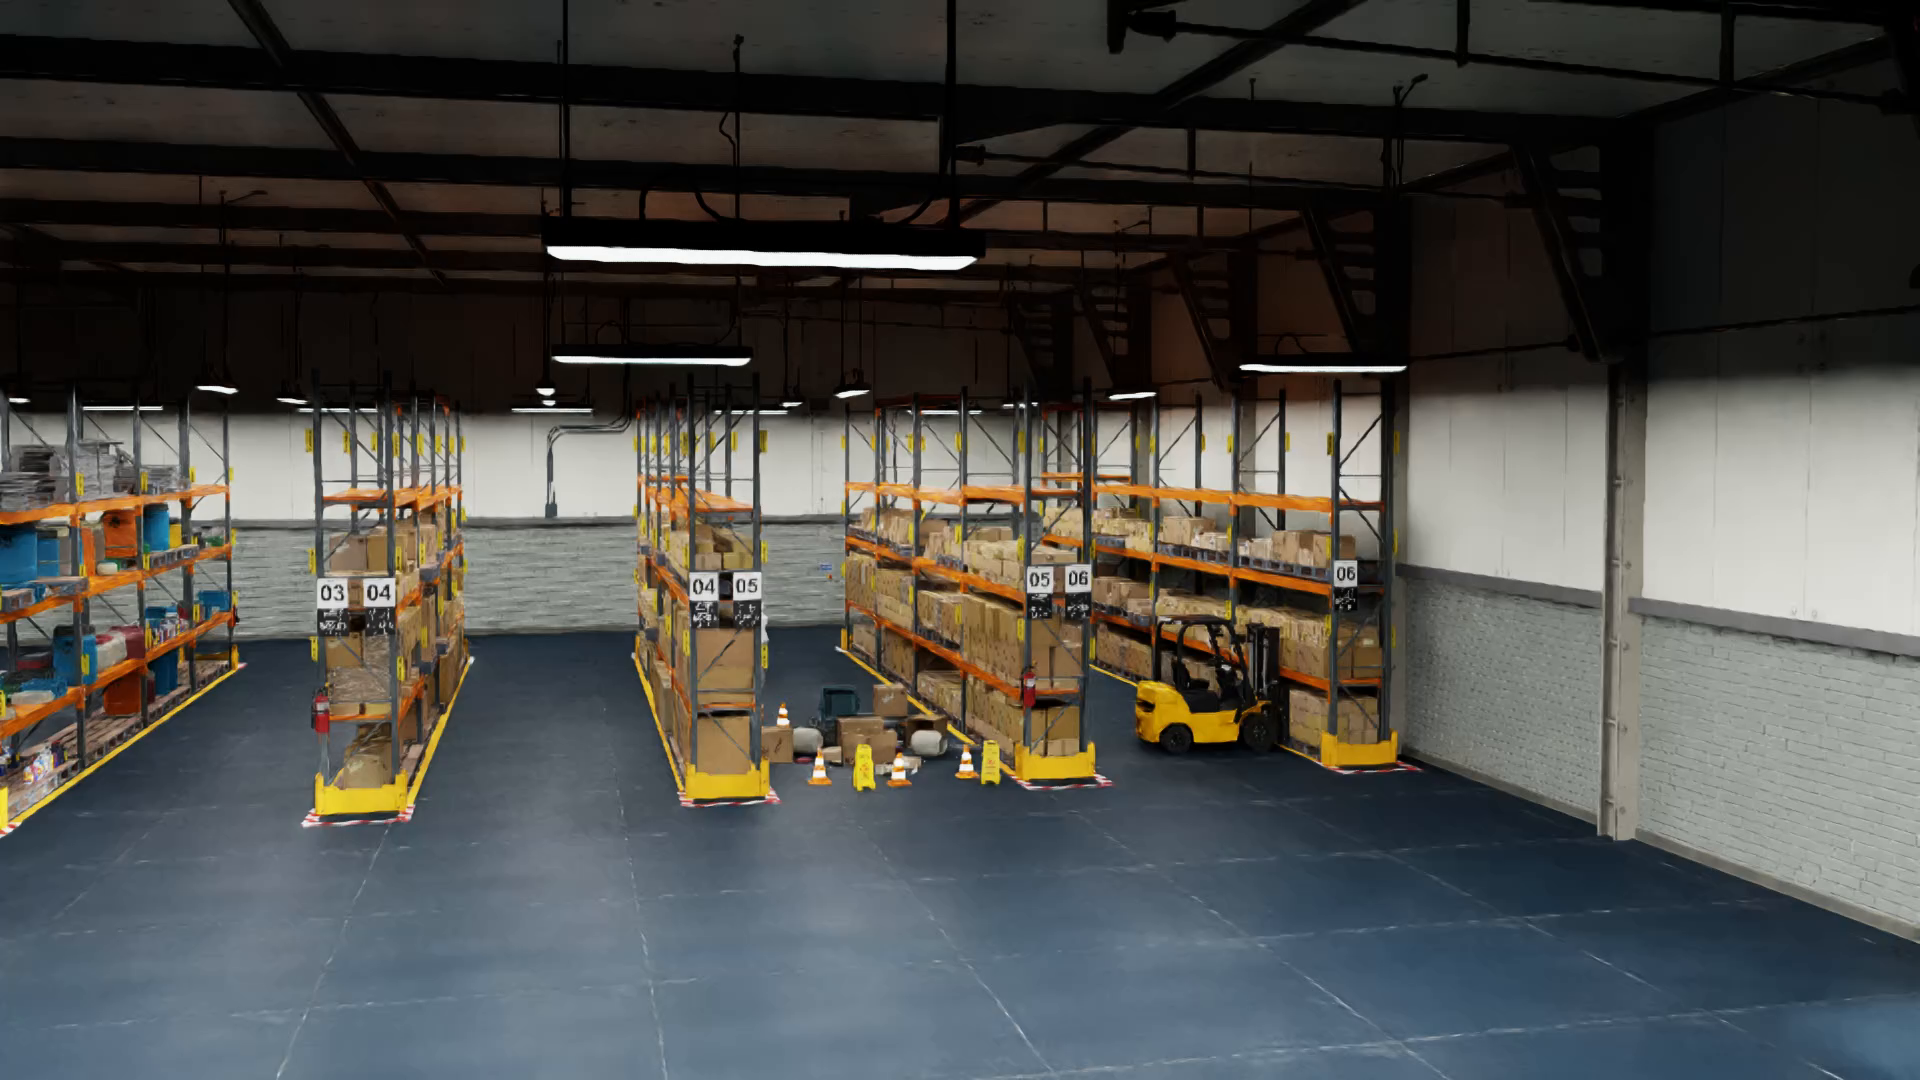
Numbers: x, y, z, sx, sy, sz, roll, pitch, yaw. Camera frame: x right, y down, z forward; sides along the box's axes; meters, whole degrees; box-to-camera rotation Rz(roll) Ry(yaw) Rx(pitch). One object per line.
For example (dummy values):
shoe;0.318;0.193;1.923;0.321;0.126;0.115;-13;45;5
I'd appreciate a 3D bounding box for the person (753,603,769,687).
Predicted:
person;-4.217;2.120;34.348;0.498;1.774;0.578;1;3;17
